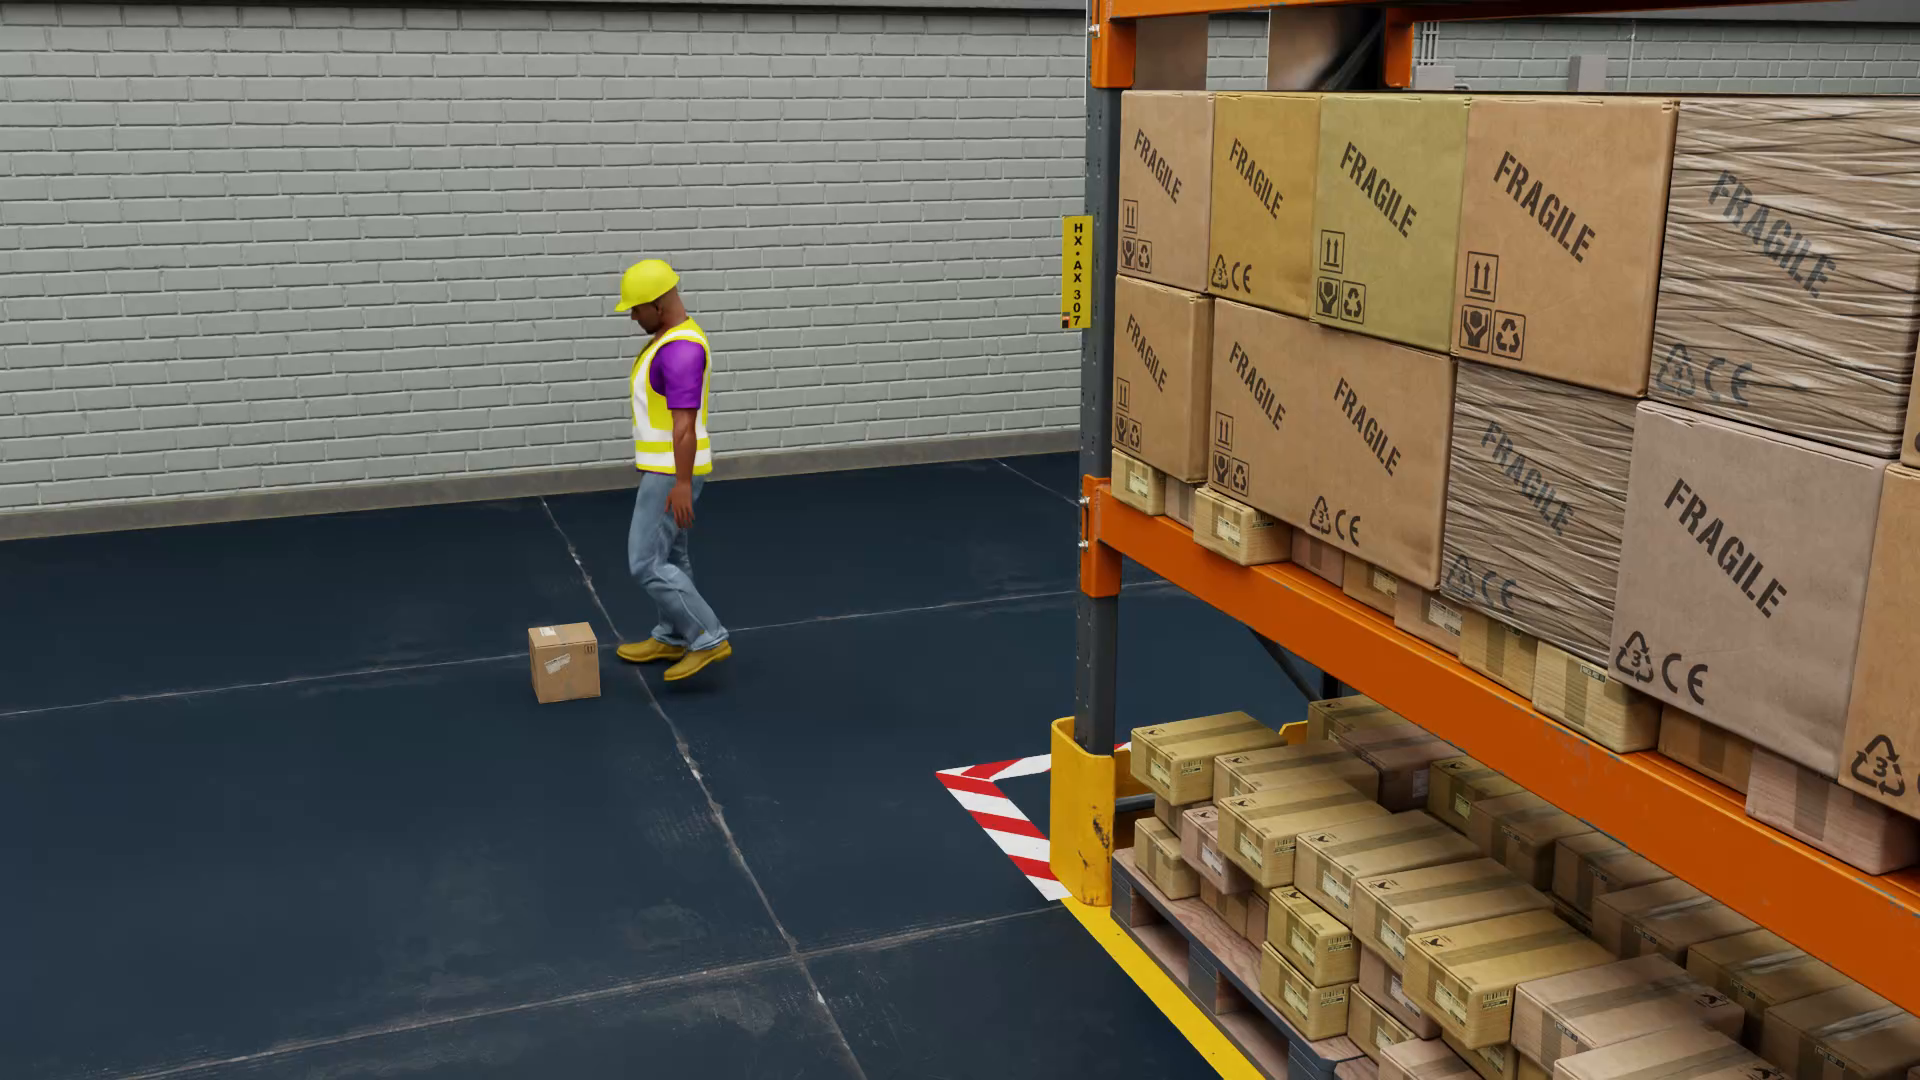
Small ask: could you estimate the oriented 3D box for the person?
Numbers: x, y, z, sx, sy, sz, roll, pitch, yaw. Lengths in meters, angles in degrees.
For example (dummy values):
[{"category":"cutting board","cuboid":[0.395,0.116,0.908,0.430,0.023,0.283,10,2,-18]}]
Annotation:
[{"category":"person","cuboid":[-1.234,-0.286,6.943,0.488,1.764,0.676,-3,16,-10]}]
